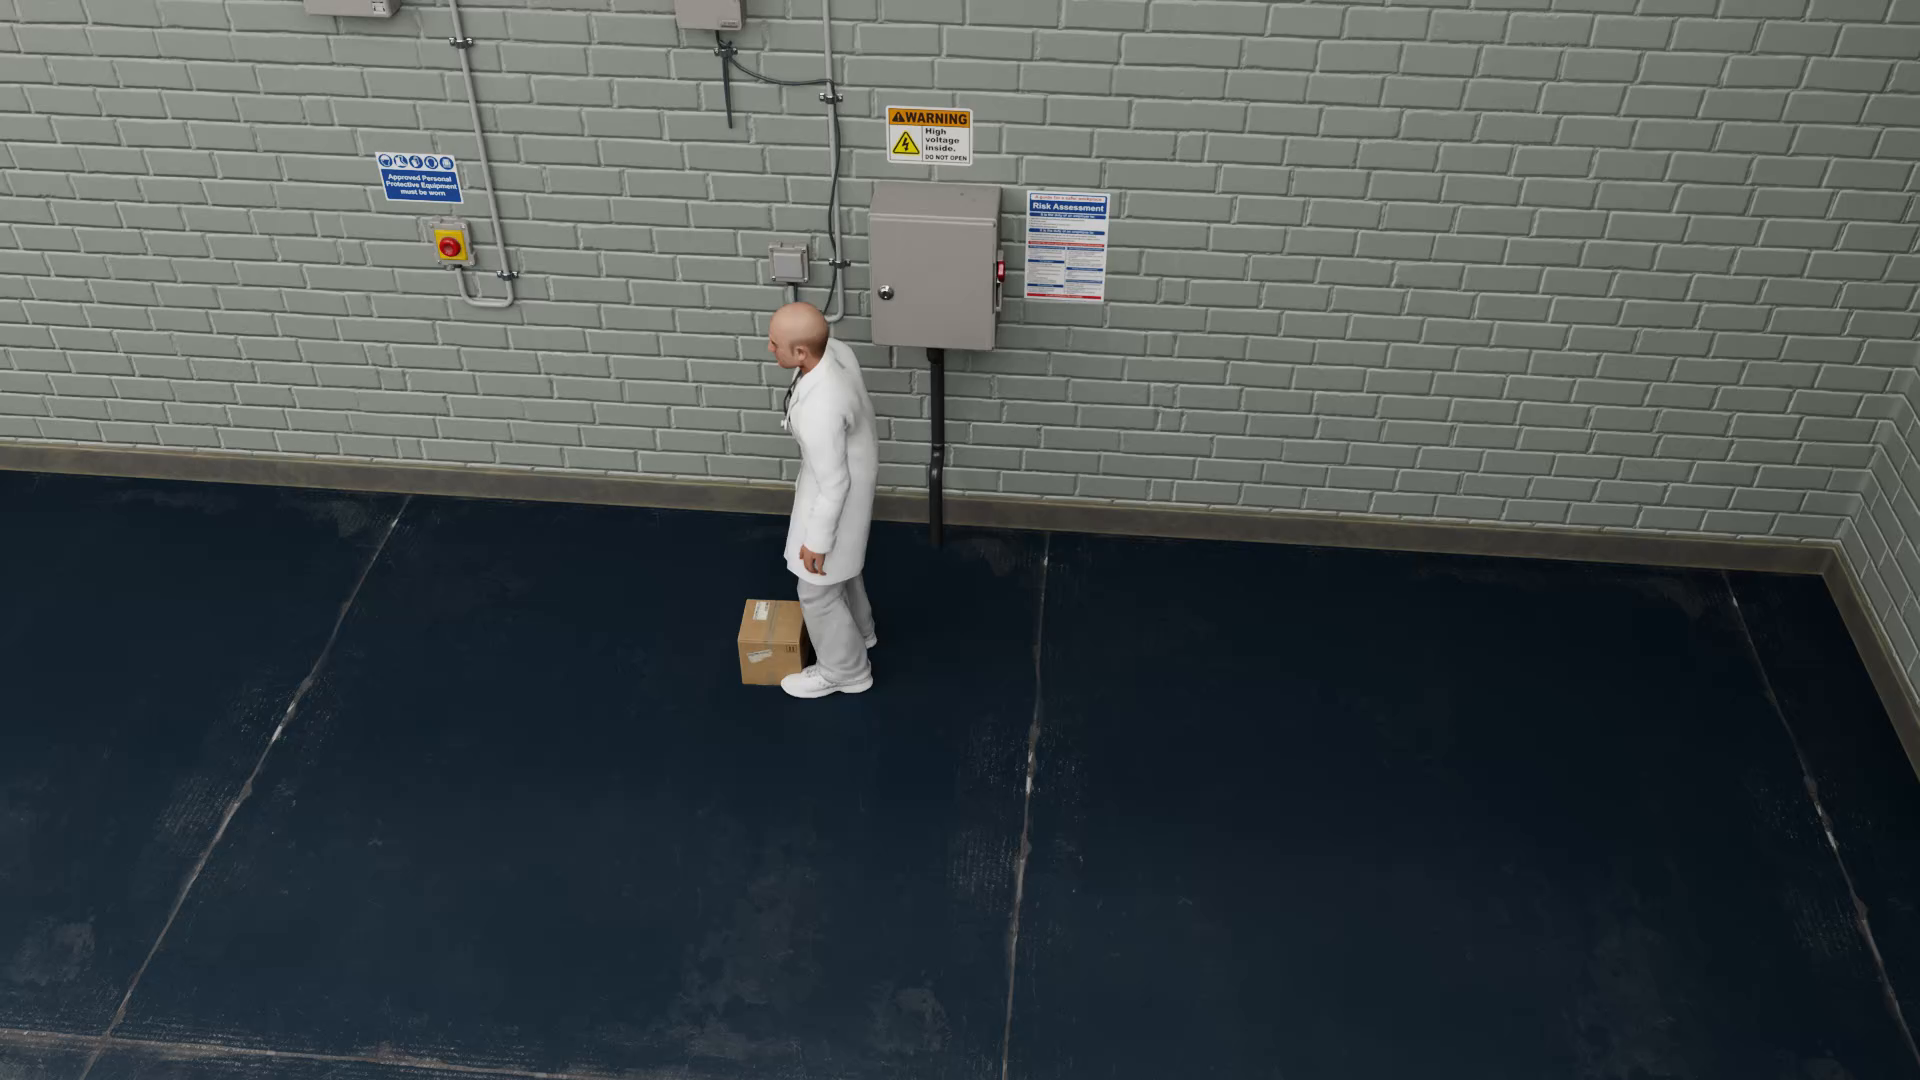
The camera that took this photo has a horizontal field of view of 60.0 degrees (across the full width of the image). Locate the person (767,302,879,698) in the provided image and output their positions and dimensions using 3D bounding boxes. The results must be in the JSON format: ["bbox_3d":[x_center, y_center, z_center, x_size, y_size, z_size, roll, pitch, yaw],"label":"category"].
[{"bbox_3d":[-0.514,-0.144,6.342,0.427,1.773,0.652,1,40,1],"label":"person"}]
